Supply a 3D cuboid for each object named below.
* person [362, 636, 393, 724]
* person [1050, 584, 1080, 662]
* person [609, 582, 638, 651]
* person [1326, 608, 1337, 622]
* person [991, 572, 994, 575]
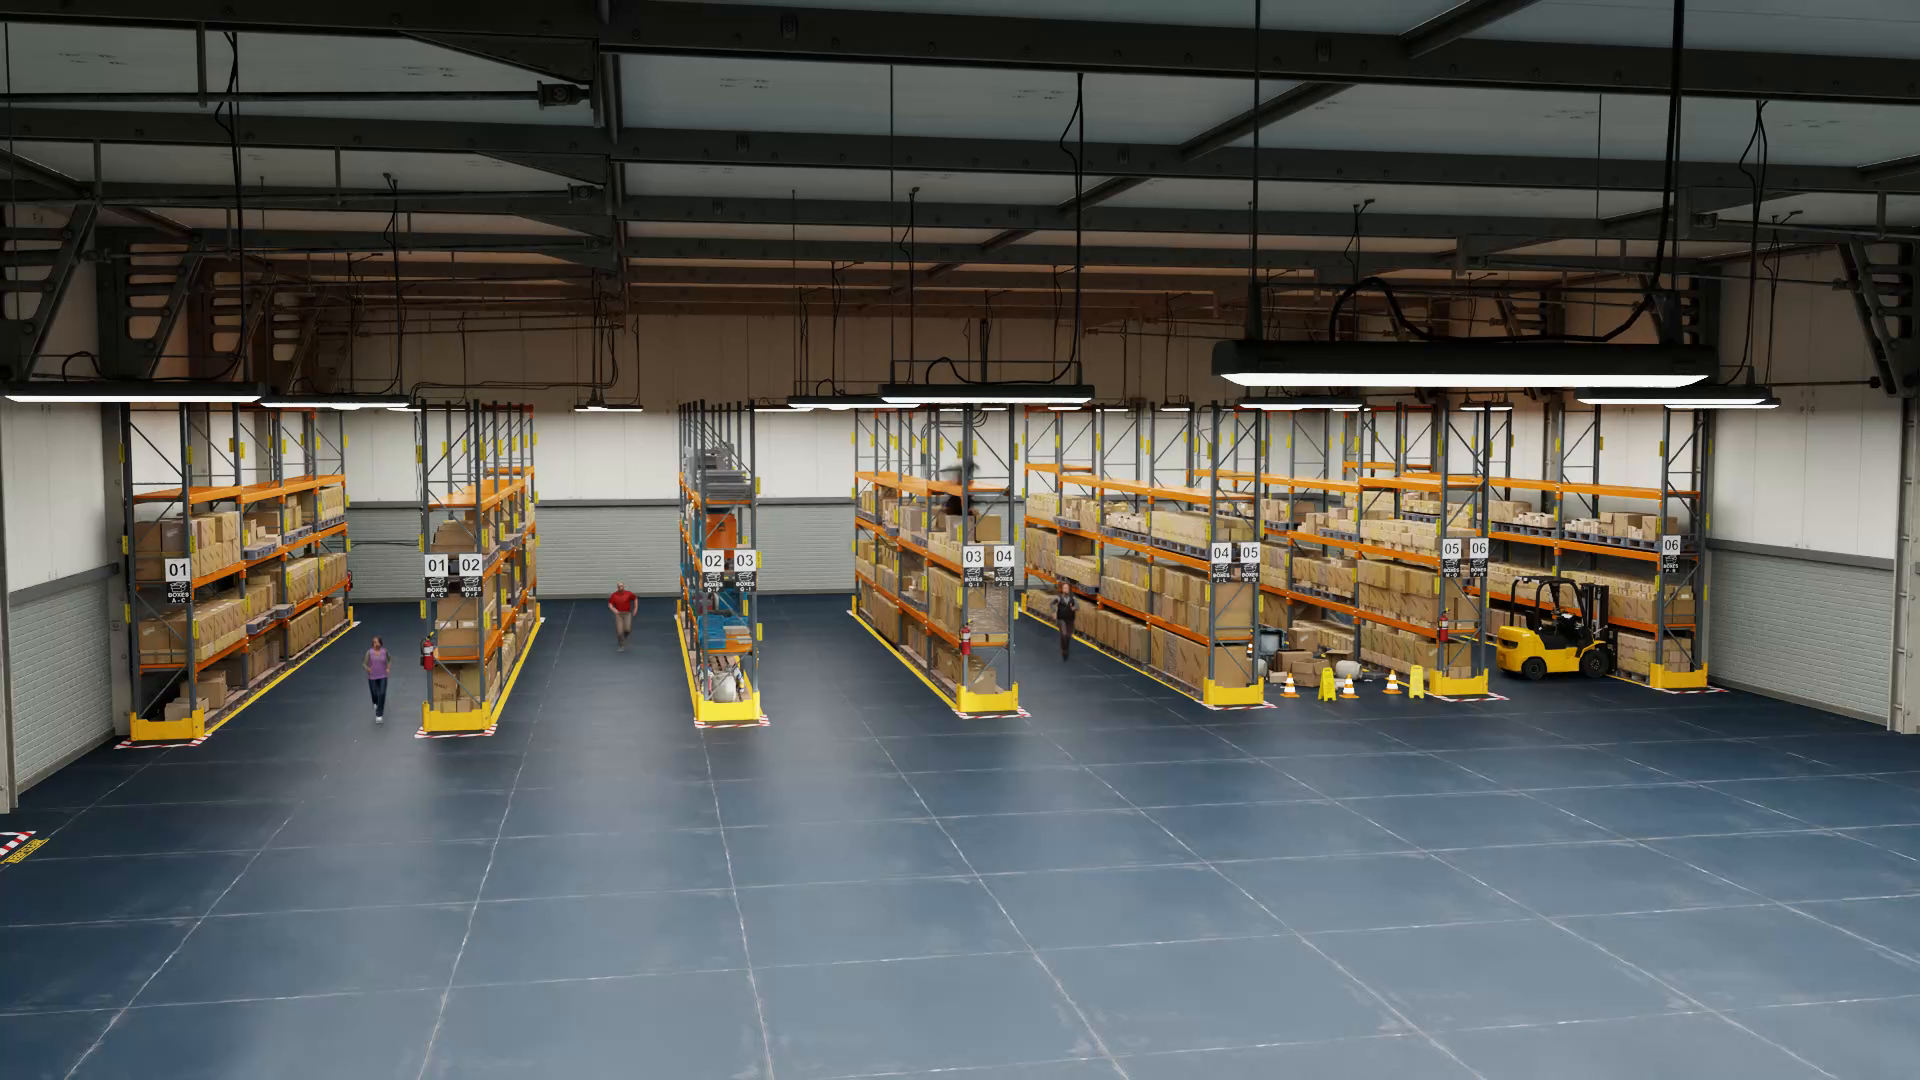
[{"bbox_3d":[-10.869,2.595,31.061,0.539,1.577,0.831,-2,5,-19],"label":"person"},{"bbox_3d":[2.475,1.914,38.948,0.635,1.766,0.831,-1,4,-14],"label":"person"},{"bbox_3d":[-8.163,1.852,40.297,0.690,1.690,0.657,-1,4,-8],"label":"person"},{"bbox_3d":[9.902,1.574,44.028,0.584,1.655,0.739,-1,4,-12],"label":"person"},{"bbox_3d":[1.056,1.416,46.279,0.620,1.677,0.725,0,4,-6],"label":"person"}]
